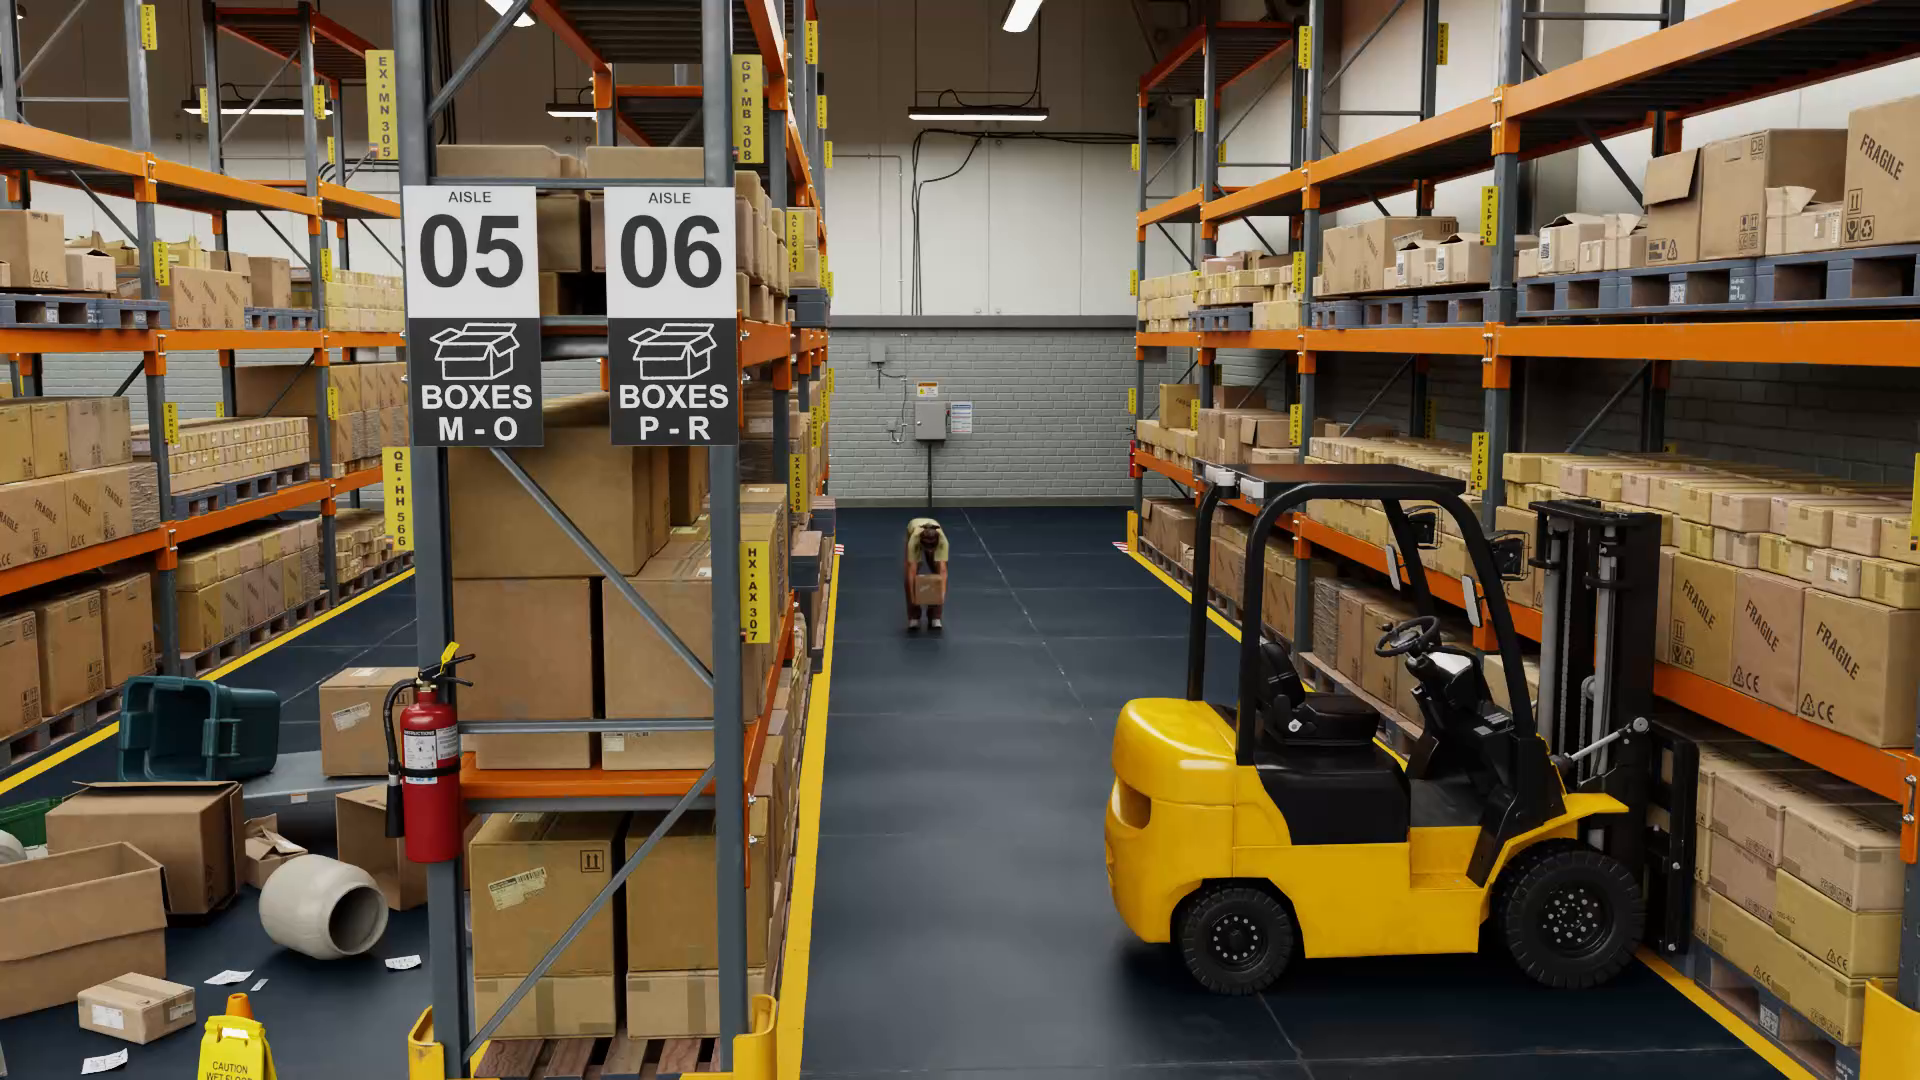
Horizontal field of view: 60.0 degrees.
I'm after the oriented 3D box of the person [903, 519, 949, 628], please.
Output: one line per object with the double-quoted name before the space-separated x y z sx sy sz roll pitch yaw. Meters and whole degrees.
"person" -0.321 0.324 15.680 0.416 1.051 0.872 -1 7 -6
